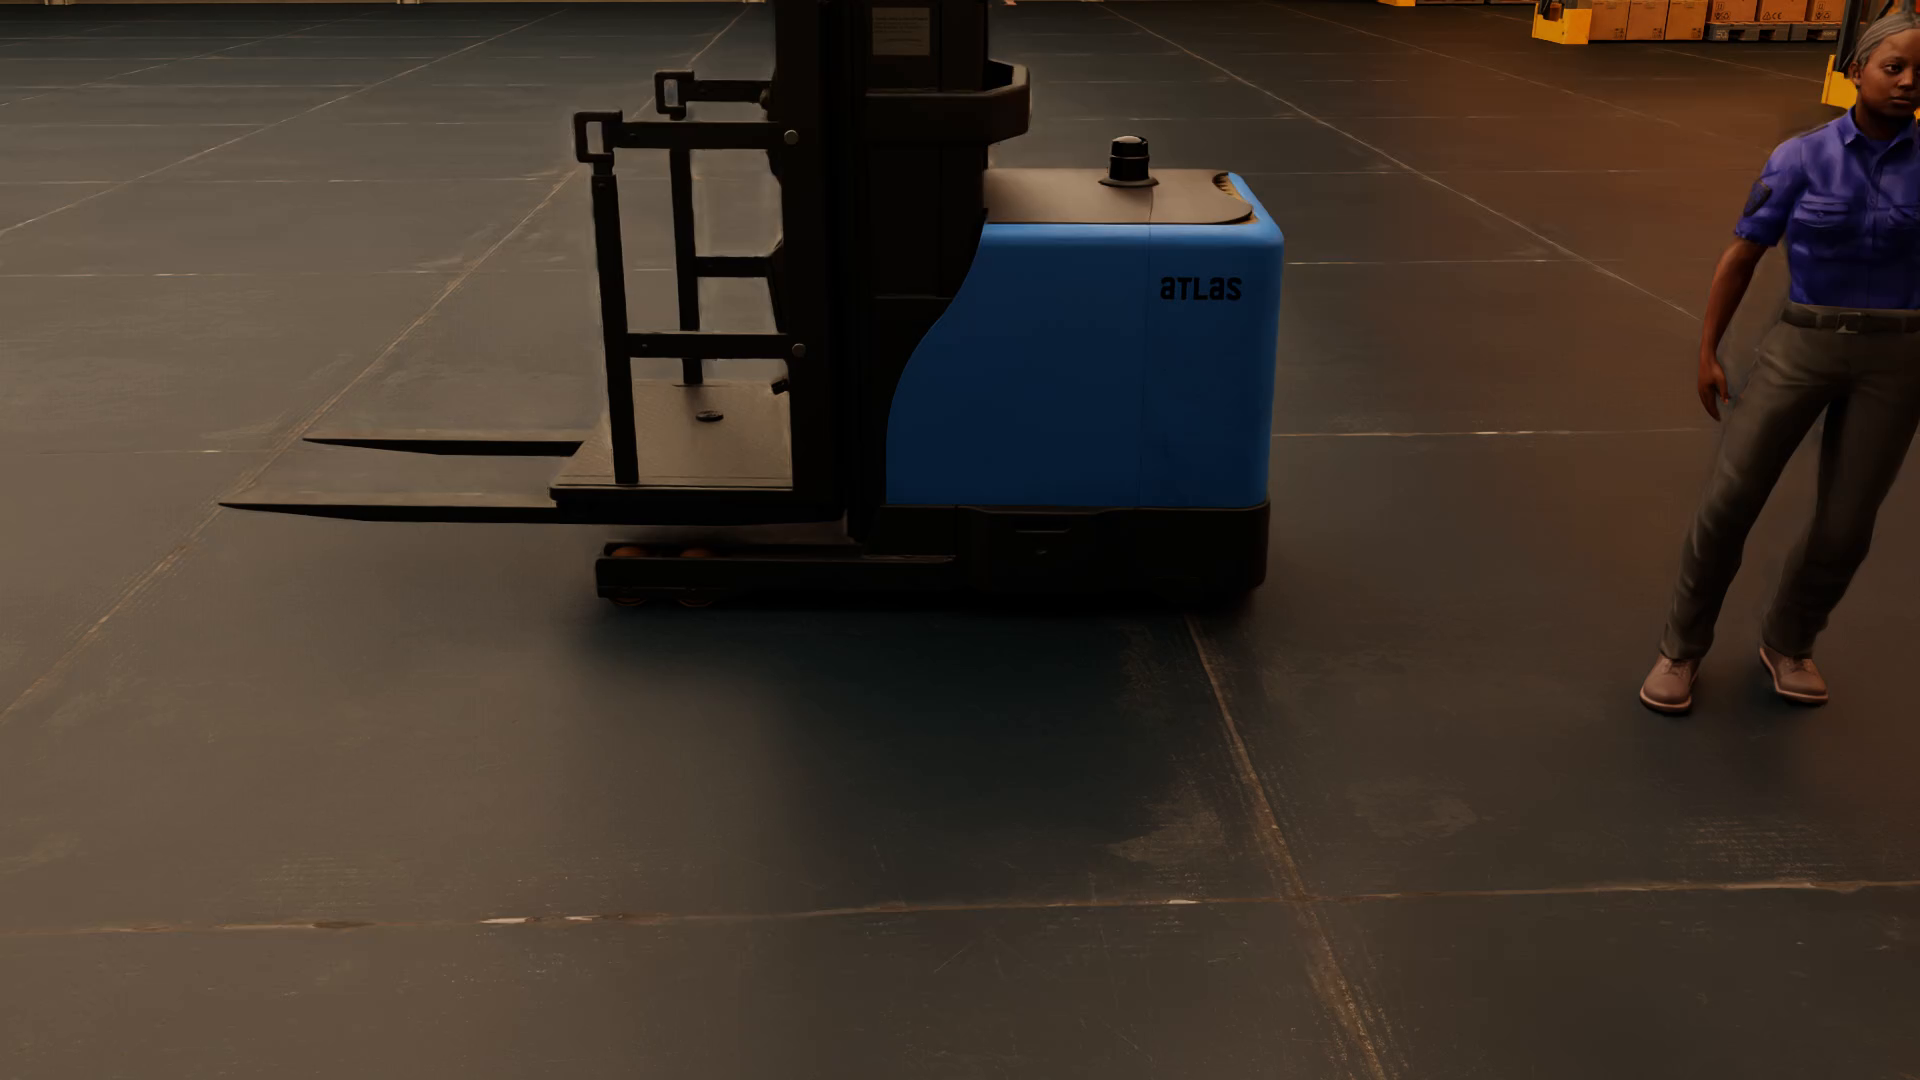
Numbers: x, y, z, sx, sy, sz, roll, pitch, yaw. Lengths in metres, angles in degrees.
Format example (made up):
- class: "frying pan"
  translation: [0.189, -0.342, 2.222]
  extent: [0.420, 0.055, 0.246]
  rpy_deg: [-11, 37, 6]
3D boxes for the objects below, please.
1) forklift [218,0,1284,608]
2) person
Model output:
- class: "forklift"
  translation: [-0.637, -1.366, 4.640]
  extent: [3.031, 2.935, 1.130]
  rpy_deg: [1, 21, 2]
- class: "person"
  translation: [2.041, -0.374, 3.918]
  extent: [0.602, 1.646, 0.501]
  rpy_deg: [8, 23, 19]
